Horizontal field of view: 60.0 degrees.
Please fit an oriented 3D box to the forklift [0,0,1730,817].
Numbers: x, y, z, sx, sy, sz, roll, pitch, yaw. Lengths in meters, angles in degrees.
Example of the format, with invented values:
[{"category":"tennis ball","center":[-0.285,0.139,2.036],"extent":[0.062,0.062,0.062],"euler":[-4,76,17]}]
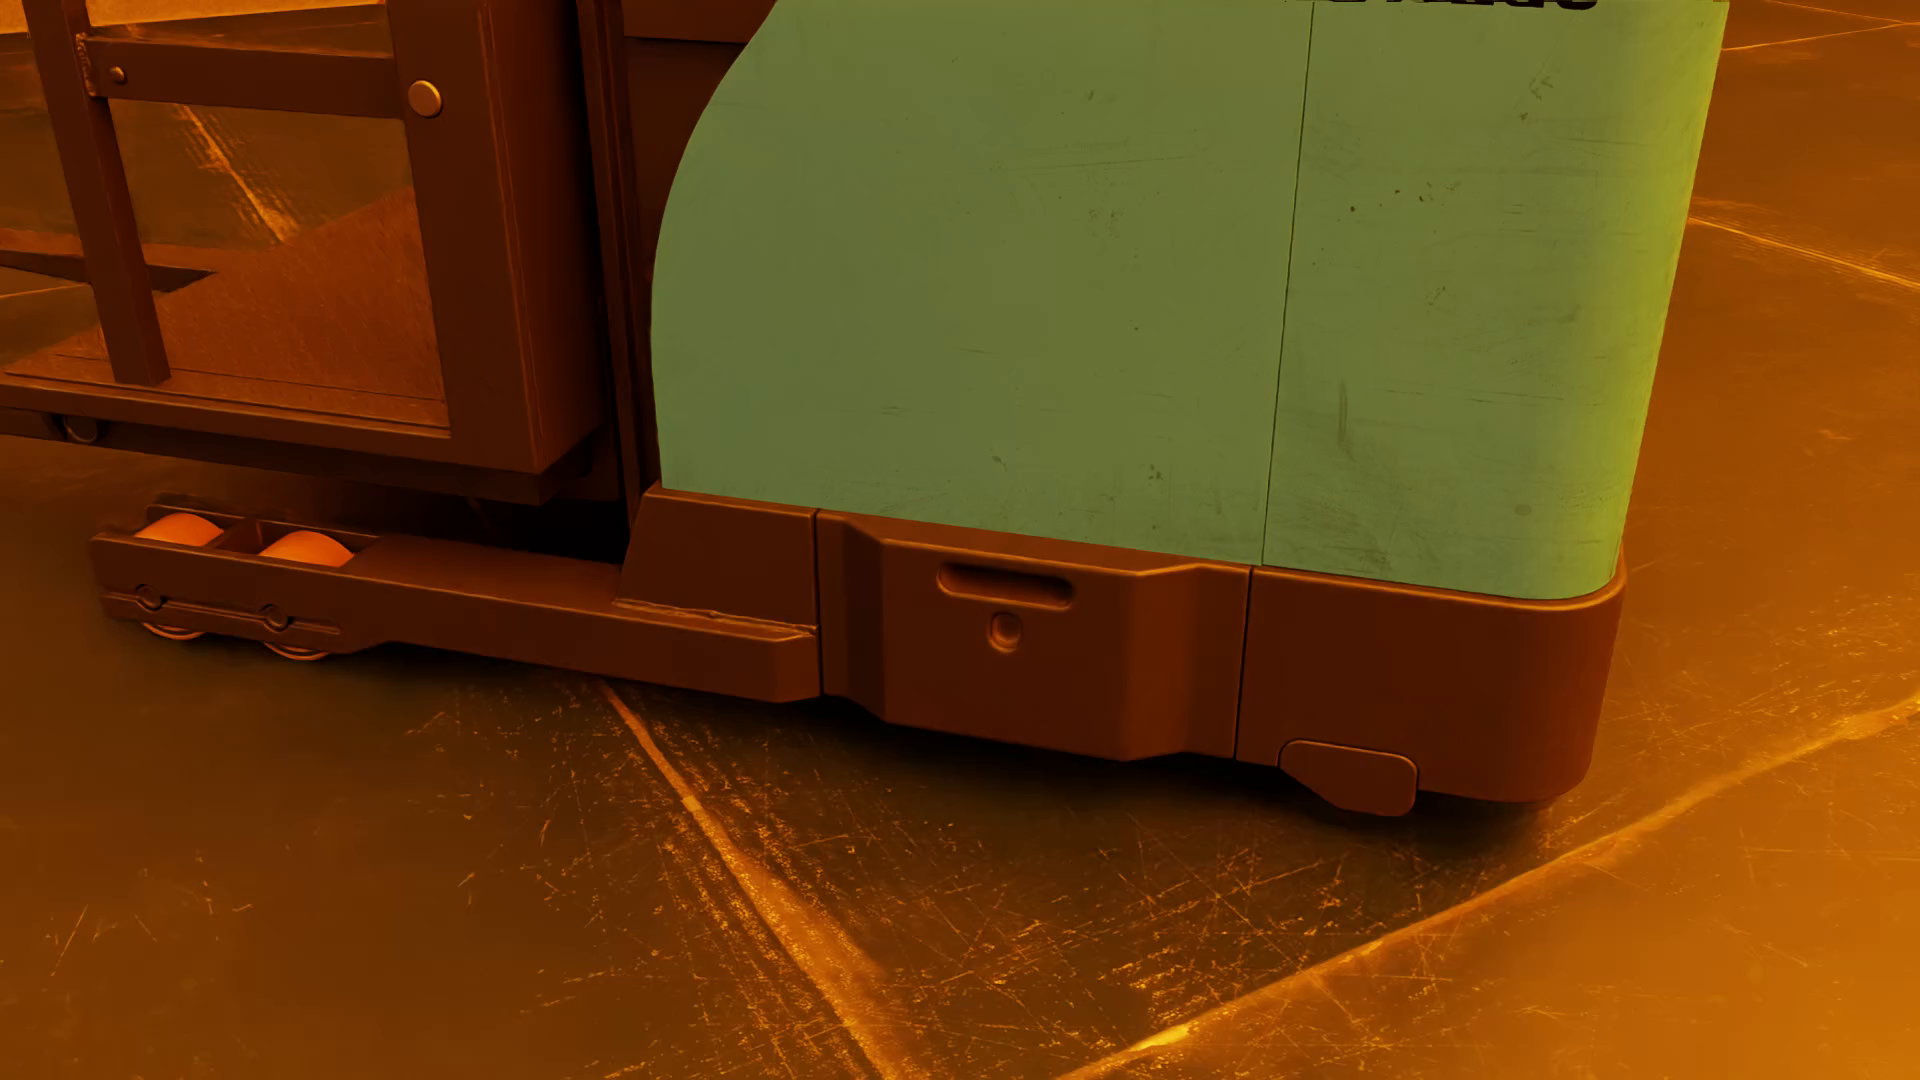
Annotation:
[{"category":"forklift","center":[-0.638,-1.368,1.957],"extent":[3.031,2.935,1.130],"euler":[8,28,14]}]
